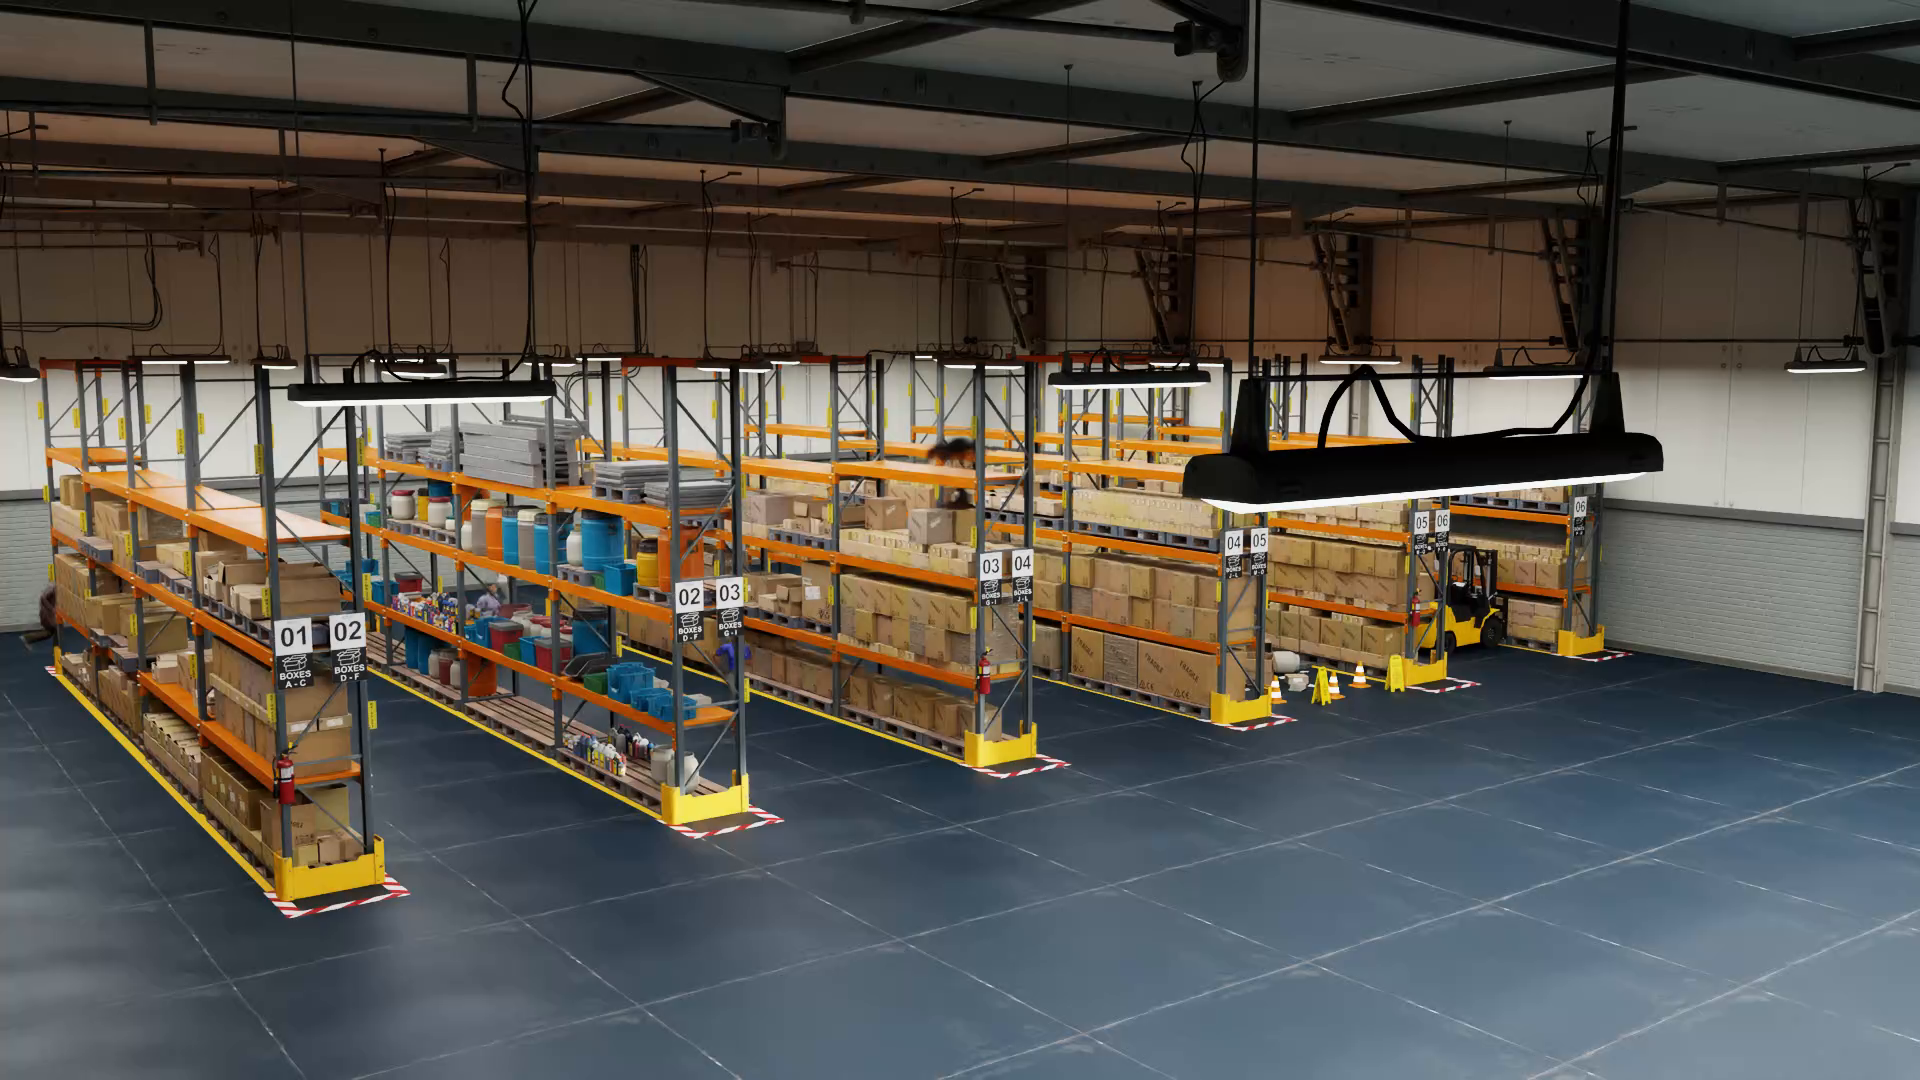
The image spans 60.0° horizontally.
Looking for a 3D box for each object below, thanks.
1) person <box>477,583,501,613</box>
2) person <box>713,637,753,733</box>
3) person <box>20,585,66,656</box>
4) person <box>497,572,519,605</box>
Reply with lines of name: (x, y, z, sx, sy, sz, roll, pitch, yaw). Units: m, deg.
person: (-9.342, 1.616, 32.810, 0.693, 1.600, 0.615, 4, 8, 32)
person: (-3.666, 2.280, 27.136, 0.590, 1.684, 0.668, -6, 9, -41)
person: (-18.234, 1.587, 33.108, 0.944, 1.631, 0.717, -1, 7, -10)
person: (-10.340, 0.971, 37.929, 0.525, 1.653, 0.626, -2, 7, -19)
